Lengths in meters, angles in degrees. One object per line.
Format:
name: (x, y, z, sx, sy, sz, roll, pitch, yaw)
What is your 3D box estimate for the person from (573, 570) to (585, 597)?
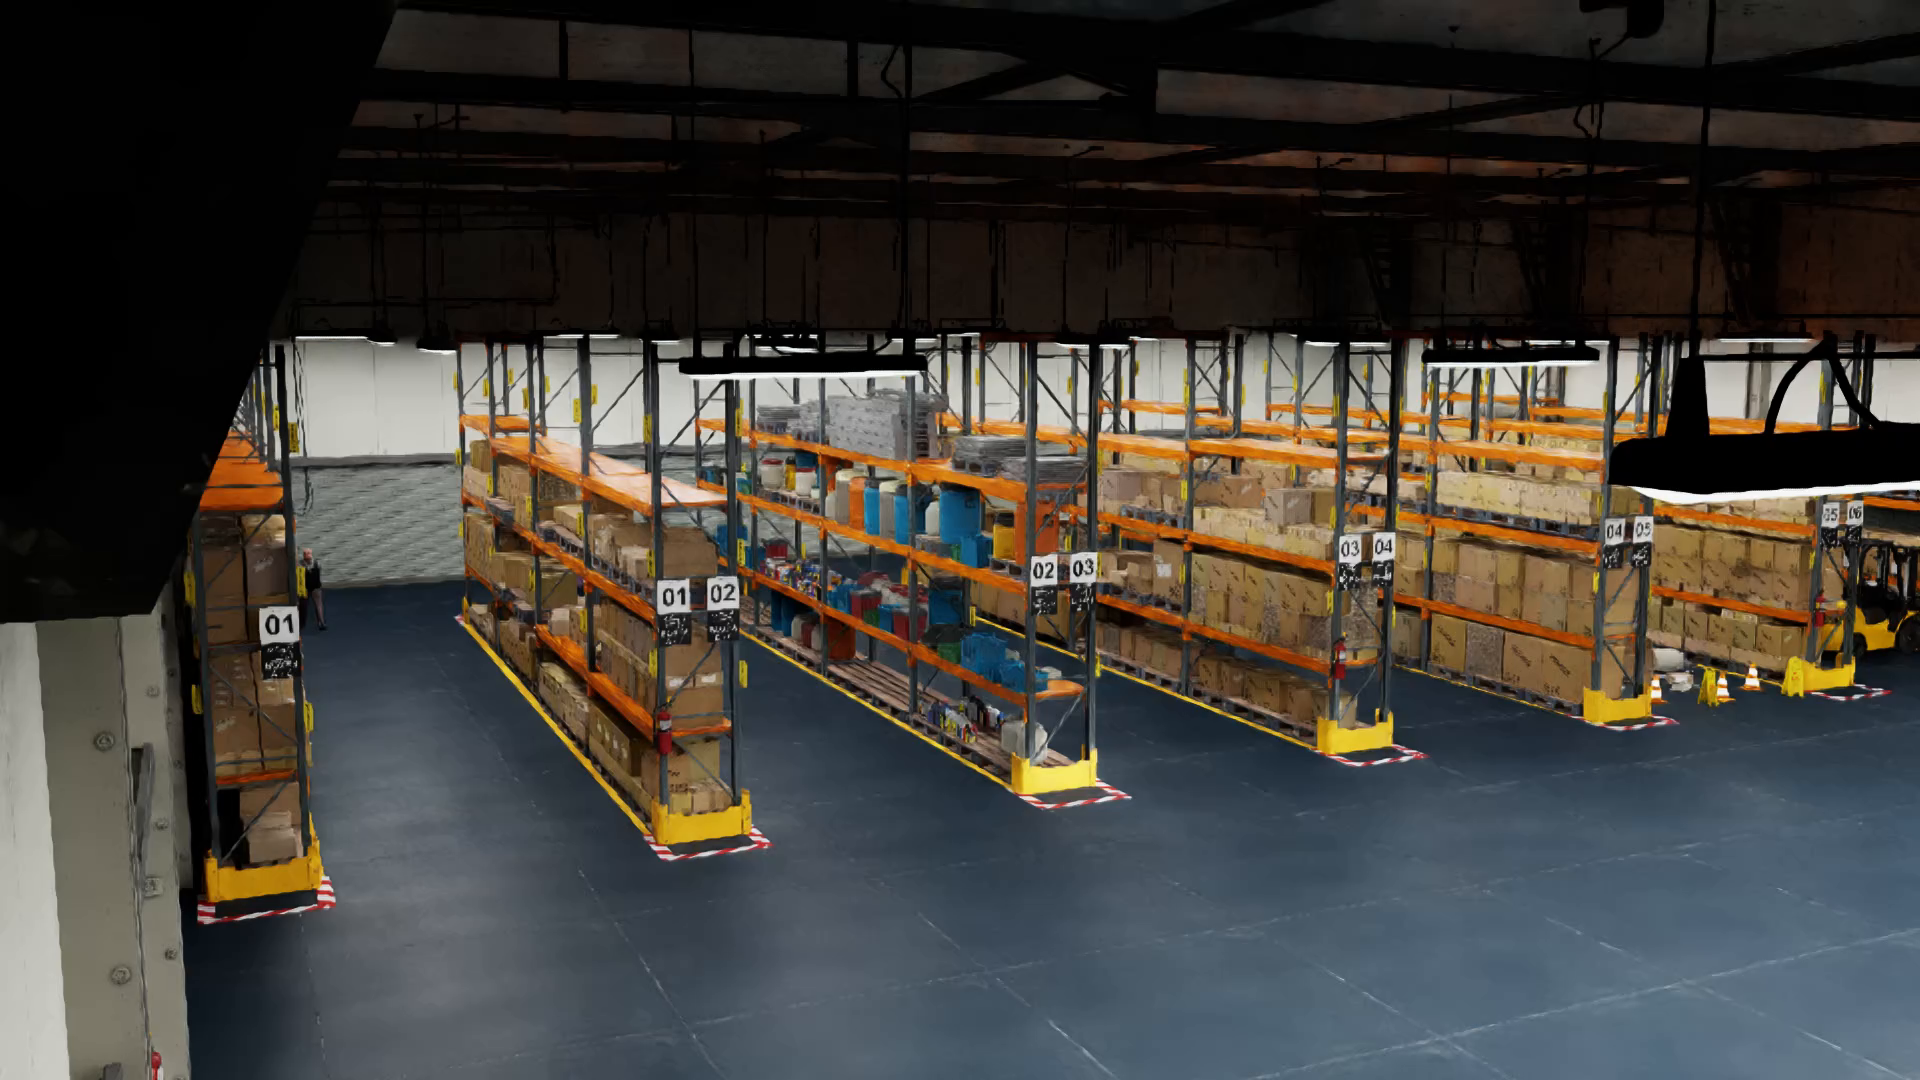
person: (-7.840, 0.918, 34.245, 0.468, 1.600, 0.406, 6, 10, 36)

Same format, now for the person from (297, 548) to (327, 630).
person: (-13.148, 0.977, 33.588, 0.538, 1.664, 1.026, -5, 9, -32)
